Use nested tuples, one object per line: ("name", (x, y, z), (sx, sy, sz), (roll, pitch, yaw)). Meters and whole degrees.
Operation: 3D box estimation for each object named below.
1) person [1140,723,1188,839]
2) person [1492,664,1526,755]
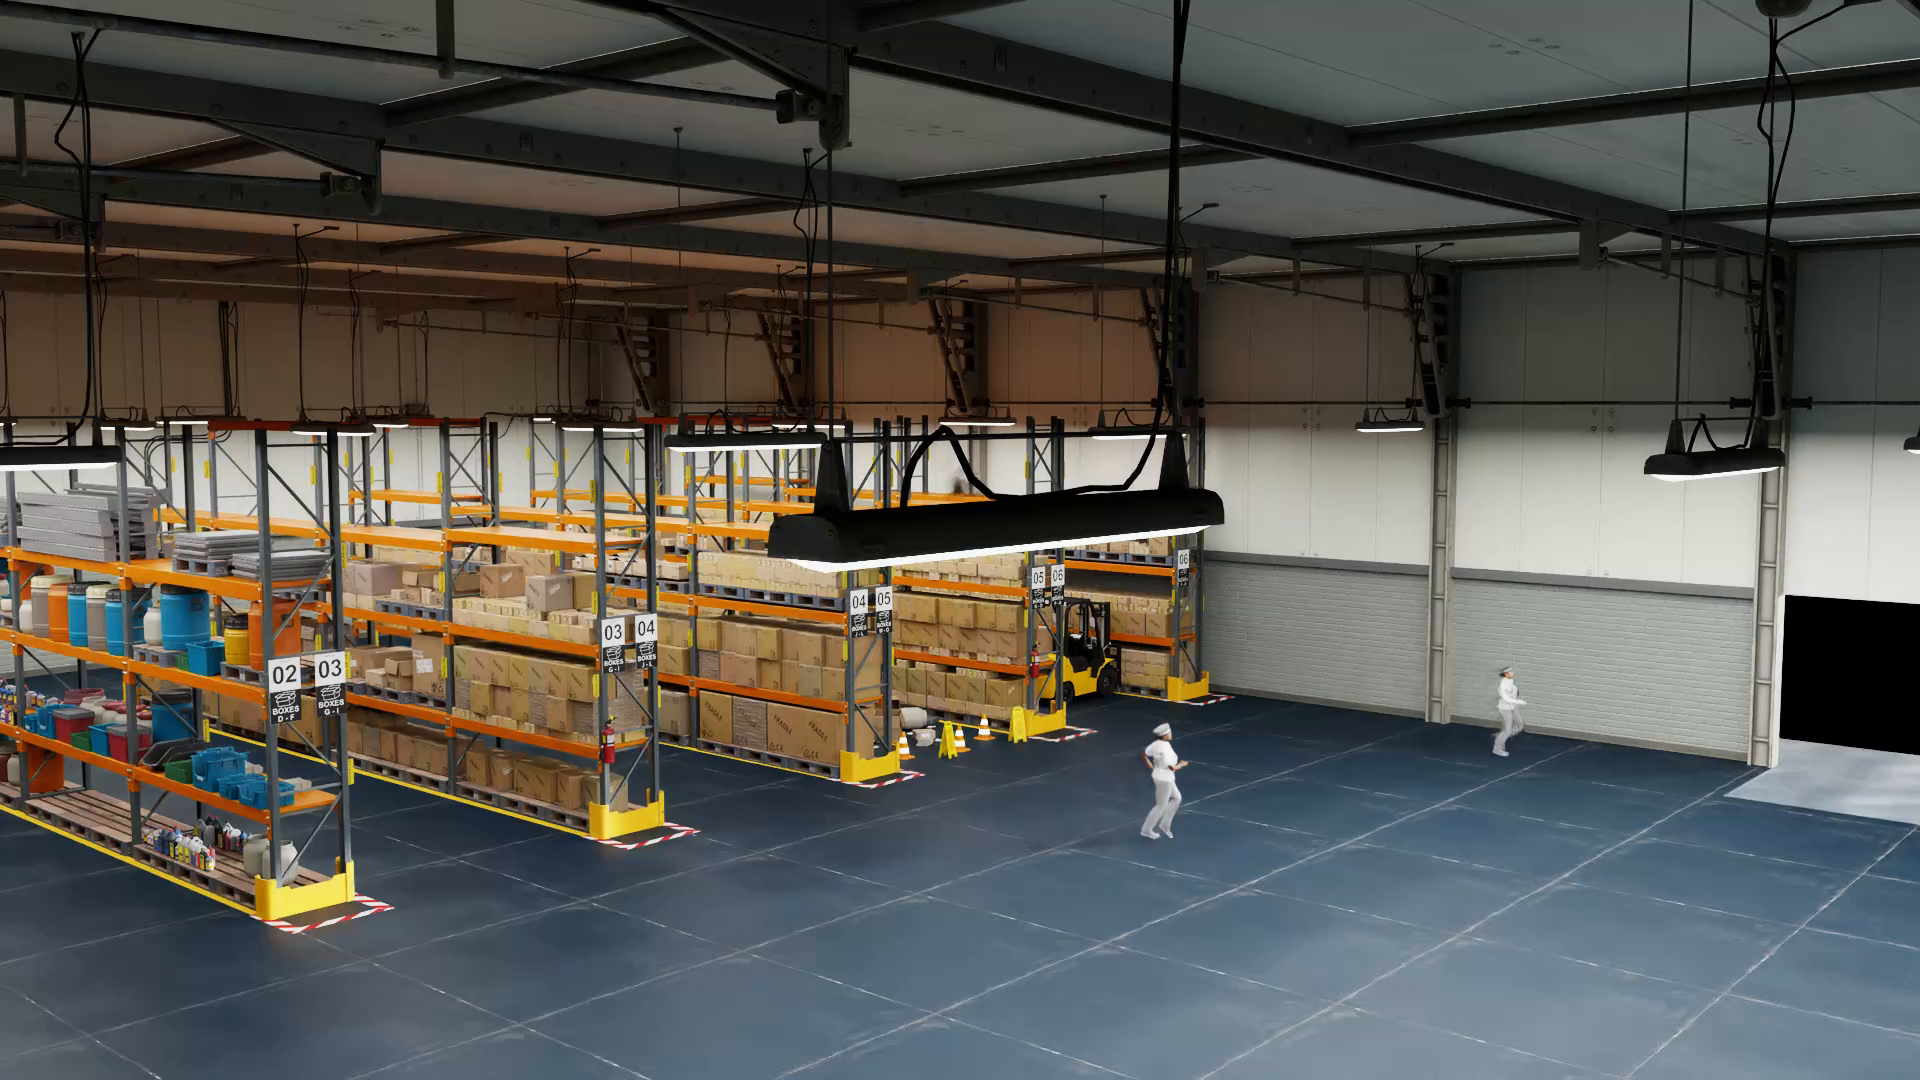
("person", (2.950, 3.496, 24.025), (0.718, 1.735, 0.541), (-1, 5, -7))
("person", (9.835, 3.029, 29.725), (0.569, 1.660, 0.597), (3, 5, 30))
